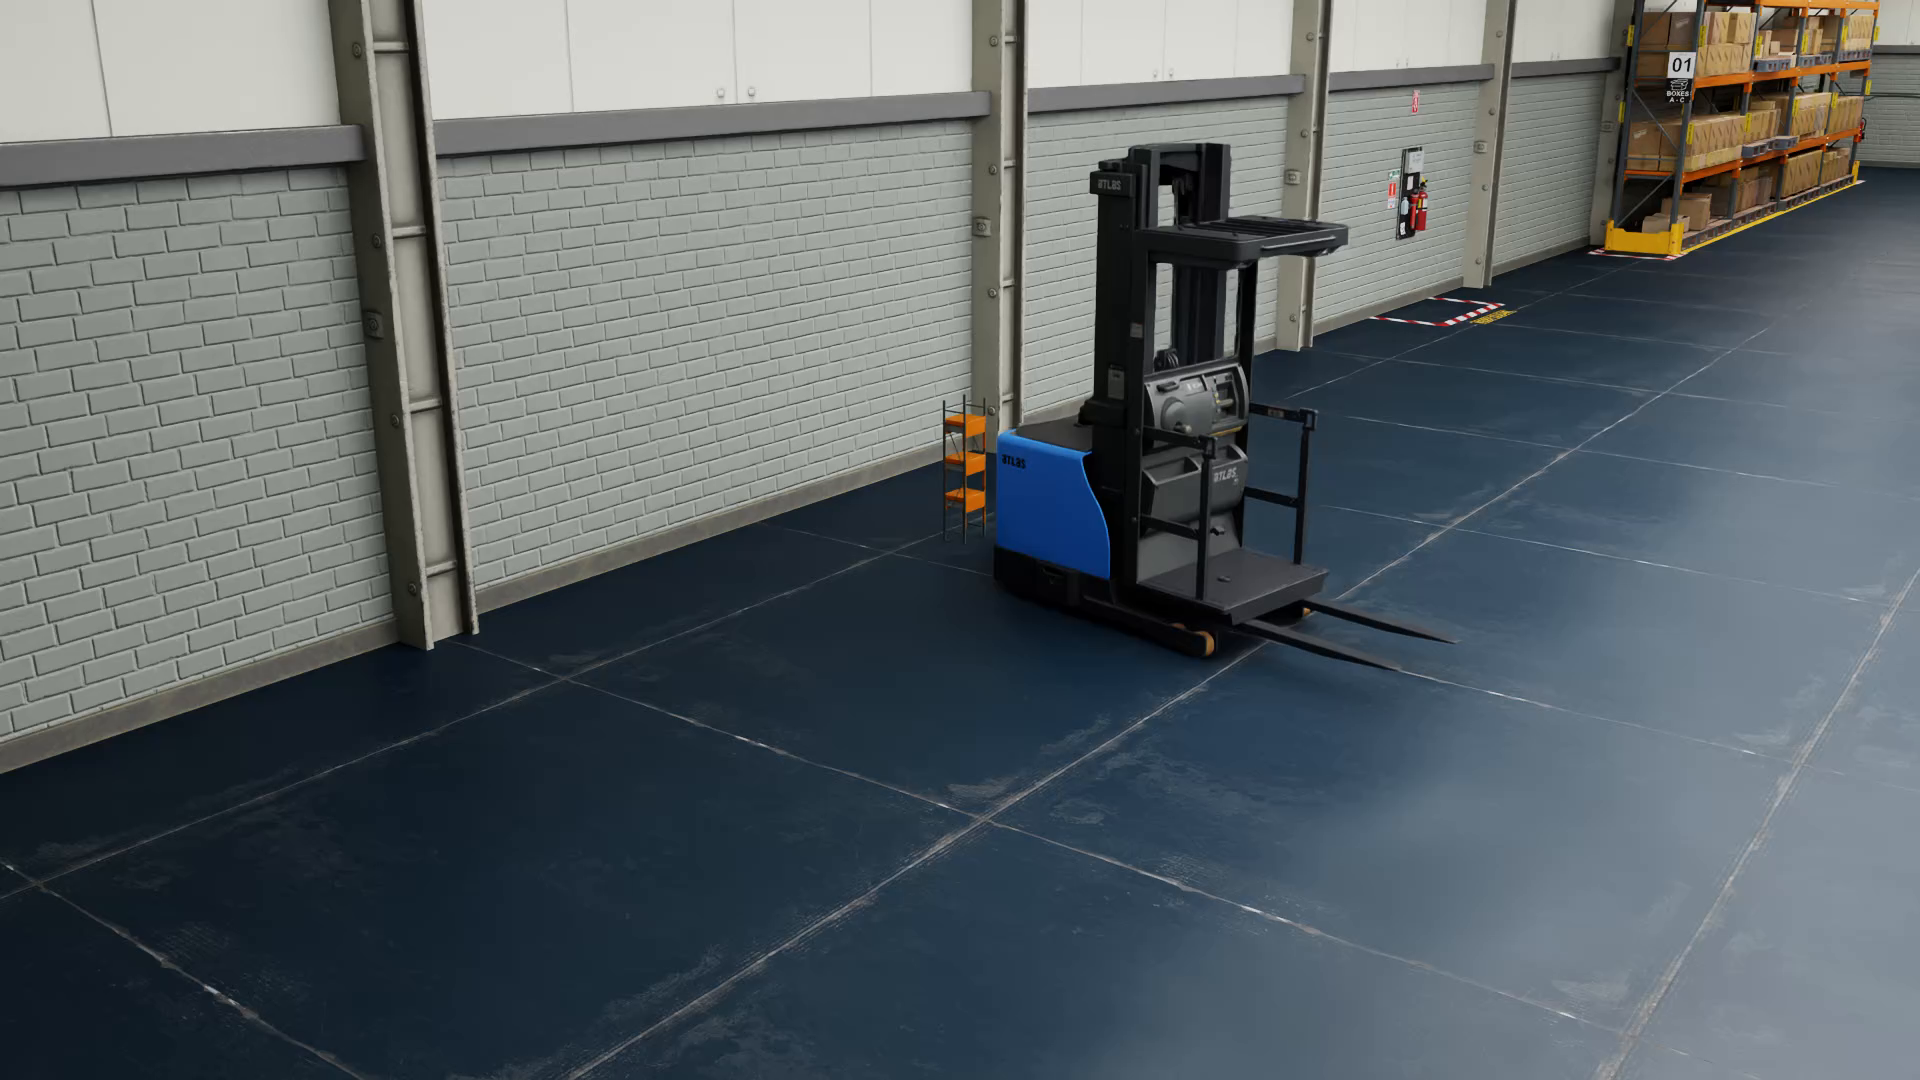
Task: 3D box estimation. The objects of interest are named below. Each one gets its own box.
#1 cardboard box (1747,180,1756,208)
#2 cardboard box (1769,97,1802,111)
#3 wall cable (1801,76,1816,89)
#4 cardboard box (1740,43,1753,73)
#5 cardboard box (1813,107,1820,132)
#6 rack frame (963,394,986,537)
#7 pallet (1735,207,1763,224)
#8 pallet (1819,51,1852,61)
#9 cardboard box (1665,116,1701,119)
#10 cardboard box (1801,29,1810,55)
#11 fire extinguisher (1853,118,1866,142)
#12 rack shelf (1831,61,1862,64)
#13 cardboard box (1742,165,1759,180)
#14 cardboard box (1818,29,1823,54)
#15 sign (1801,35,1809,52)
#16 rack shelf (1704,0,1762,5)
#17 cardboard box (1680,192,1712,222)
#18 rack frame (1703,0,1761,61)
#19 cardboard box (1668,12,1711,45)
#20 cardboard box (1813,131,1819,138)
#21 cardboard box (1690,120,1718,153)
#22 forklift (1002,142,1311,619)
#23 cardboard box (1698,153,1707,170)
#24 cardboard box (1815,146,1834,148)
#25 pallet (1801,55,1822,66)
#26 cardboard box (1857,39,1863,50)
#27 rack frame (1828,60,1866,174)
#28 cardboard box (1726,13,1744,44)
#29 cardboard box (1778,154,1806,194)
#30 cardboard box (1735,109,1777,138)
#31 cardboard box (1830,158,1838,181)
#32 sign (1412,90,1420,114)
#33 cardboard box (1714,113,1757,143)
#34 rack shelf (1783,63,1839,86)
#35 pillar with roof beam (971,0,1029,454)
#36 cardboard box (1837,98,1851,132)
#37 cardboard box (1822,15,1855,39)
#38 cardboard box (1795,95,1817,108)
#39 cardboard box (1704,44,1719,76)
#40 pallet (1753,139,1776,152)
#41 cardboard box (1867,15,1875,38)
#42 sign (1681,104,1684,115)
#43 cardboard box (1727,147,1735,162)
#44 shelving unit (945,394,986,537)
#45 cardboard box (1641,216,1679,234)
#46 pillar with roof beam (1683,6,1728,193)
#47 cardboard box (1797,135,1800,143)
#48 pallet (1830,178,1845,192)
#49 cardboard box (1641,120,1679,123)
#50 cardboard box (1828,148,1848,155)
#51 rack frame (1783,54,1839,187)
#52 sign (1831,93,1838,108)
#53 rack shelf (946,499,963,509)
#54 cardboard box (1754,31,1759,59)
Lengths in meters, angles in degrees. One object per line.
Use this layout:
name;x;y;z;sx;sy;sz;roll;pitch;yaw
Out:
cardboard box;15.044;-6.749;32.390;0.700;0.500;0.500;12;21;34
cardboard box;16.599;-8.765;33.443;0.500;0.250;0.500;13;22;36
wall cable;20.874;-11.001;40.898;0.084;1.984;1.851;12;21;35
cardboard box;13.617;-8.511;29.332;0.500;0.500;0.500;13;22;36
cardboard box;17.813;-8.895;35.124;0.500;0.500;0.500;12;21;35
rack frame;0.105;-0.543;12.223;0.200;1.050;0.008;12;21;35
pallet;14.910;-6.331;32.276;1.003;0.211;1.213;12;21;35
pallet;18.984;-10.674;36.651;1.003;0.211;1.213;12;21;35
cardboard box;12.661;-7.166;29.218;0.500;0.500;0.500;13;22;36
cardboard box;16.961;-10.219;34.126;0.700;0.500;0.500;14;22;37
fire extinguisher;21.331;-9.783;39.449;0.296;0.674;0.183;12;21;35
rack shelf;19.679;-10.750;37.628;0.919;0.124;3.809;12;21;35
cardboard box;15.327;-7.207;32.604;0.500;0.250;0.500;13;21;36
cardboard box;17.875;-10.591;35.324;0.700;0.500;0.500;11;20;32
sign;16.539;-9.721;32.561;0.100;0.325;0.005;12;21;35
rack shelf;12.529;-9.229;28.009;1.077;0.370;4.000;12;21;35
cardboard box;13.135;-5.948;29.812;0.500;0.500;0.500;11;20;31
rack frame;13.721;-10.051;29.435;1.000;3.000;0.127;12;21;35
cardboard box;11.762;-8.249;26.804;0.500;0.500;0.500;11;20;31
cardboard box;18.081;-8.659;35.459;0.380;0.149;0.250;12;21;35
cardboard box;12.479;-6.827;28.126;0.500;0.500;0.500;12;21;33
forklift;24.979;-3.480;18.131;46.598;3.159;23.140;-16;23;-41
cardboard box;12.181;-6.357;27.876;0.500;0.250;0.500;12;21;33
cardboard box;20.448;-9.241;39.357;0.380;0.149;0.250;13;21;35
pallet;17.109;-9.910;34.360;1.003;0.211;1.213;14;22;37
cardboard box;20.032;-11.183;37.515;0.500;0.250;0.500;12;21;33
rack frame;28.045;-6.944;24.490;30.676;5.616;16.049;12;21;35
cardboard box;13.019;-8.727;28.343;0.500;0.500;0.500;12;21;33
cardboard box;17.175;-7.672;34.807;0.750;0.750;0.750;12;21;34
cardboard box;15.521;-8.145;32.503;0.700;0.500;0.500;10;20;30
cardboard box;19.625;-8.499;38.060;0.700;0.500;0.500;13;21;36
sign;5.897;-5.664;21.517;0.001;0.298;0.199;12;21;35
cardboard box;14.390;-7.691;31.040;0.700;0.500;0.500;15;23;40
rack shelf;17.296;-9.704;34.589;1.077;0.370;4.000;12;21;35
pillar with roof beam;3.792;-4.370;11.141;9.100;9.000;0.400;12;21;35
cardboard box;19.689;-9.709;37.944;0.980;0.700;0.700;11;20;32
cardboard box;19.138;-11.179;36.237;0.500;0.500;0.500;12;21;34
cardboard box;17.495;-9.129;34.615;0.500;0.250;0.500;12;21;34
cardboard box;12.086;-7.880;27.300;0.500;0.500;0.500;14;22;38
pallet;14.958;-7.568;31.880;1.003;0.211;1.213;12;21;35
cardboard box;20.654;-11.789;38.201;0.500;0.500;0.500;12;21;35
sign;13.273;-7.836;30.466;0.100;0.325;0.005;12;21;35
cardboard box;13.379;-6.840;29.431;0.500;0.250;0.500;13;21;35
shelving unit;0.033;-0.514;12.130;0.215;1.050;0.249;12;21;35
cardboard box;11.822;-5.308;28.070;0.500;0.311;0.500;10;20;29
pillar with roof beam;18.092;-10.086;29.549;9.100;9.000;0.400;12;21;35
cardboard box;16.870;-8.172;33.892;0.380;0.149;0.250;13;22;36
pallet;19.730;-8.218;38.353;1.003;0.211;1.213;12;21;35
cardboard box;11.756;-6.797;28.028;0.500;0.500;0.500;13;21;35
cardboard box;20.452;-9.052;38.749;0.380;0.149;0.250;13;22;36
rack frame;18.488;-9.091;36.461;1.000;3.000;0.127;12;21;35
sign;18.929;-9.513;36.000;0.100;0.325;0.005;12;21;35
rack shelf;0.032;-0.286;12.200;0.166;0.050;0.221;12;21;35
cardboard box;14.111;-8.983;30.177;0.500;0.500;0.500;16;24;42
